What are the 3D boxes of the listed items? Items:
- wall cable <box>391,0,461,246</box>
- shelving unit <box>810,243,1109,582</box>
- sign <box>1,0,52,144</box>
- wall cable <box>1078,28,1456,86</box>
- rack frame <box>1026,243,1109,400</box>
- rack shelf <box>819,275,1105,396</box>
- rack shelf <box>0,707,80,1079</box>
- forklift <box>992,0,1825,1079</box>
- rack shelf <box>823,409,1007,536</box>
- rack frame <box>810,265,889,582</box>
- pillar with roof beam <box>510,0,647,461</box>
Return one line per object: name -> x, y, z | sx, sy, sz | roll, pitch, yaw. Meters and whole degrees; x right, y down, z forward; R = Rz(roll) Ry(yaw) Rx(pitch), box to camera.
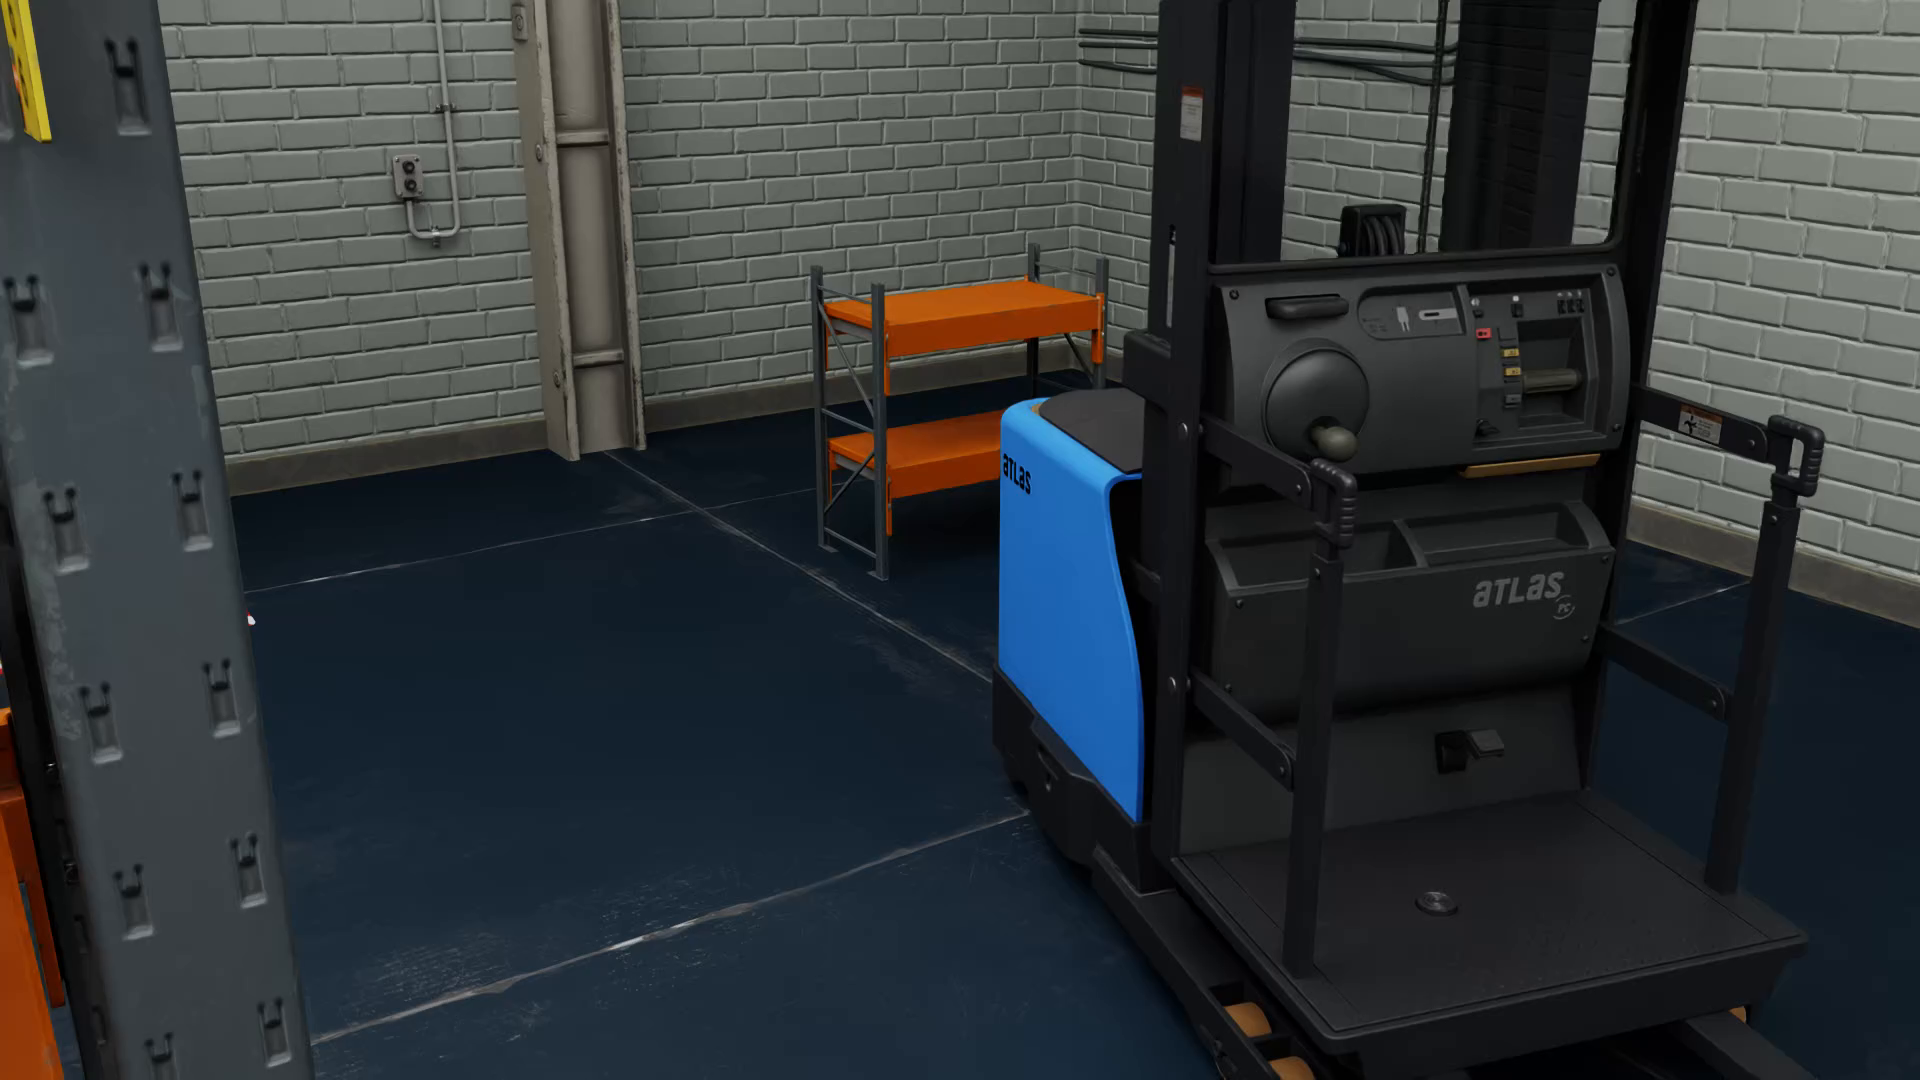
wall cable -> -2.992, -2.121, 6.750 | 1.851, 1.984, 0.084 | -12, 22, -31
shelving unit -> 0.006, -0.534, 6.568 | 1.048, 1.125, 0.538 | -12, 22, -31
sign -> -0.525, -0.383, 0.894 | 0.005, 0.325, 0.100 | -12, 22, -31
wall cable -> 1.379, -3.433, 7.698 | 0.112, 2.526, 3.097 | -12, 22, -31
rack frame -> 0.430, -0.624, 6.833 | 0.032, 1.125, 0.500 | -12, 22, -31
rack shelf -> 0.006, -0.811, 6.474 | 1.000, 0.278, 0.538 | -12, 22, -31
rack shelf -> -2.484, 0.856, 0.653 | 4.000, 0.370, 1.077 | -12, 22, -31
forklift -> 1.031, -0.352, 3.209 | 1.130, 2.935, 3.031 | -6, 20, -17
rack shelf -> 0.006, -0.302, 6.646 | 1.000, 0.278, 0.538 | -12, 22, -31
rack frame -> -0.419, -0.445, 6.303 | 0.032, 1.125, 0.500 | -12, 22, -31
pillar with roof beam -> 0.606, -3.559, 3.221 | 0.400, 9.000, 9.100 | -12, 22, -31
